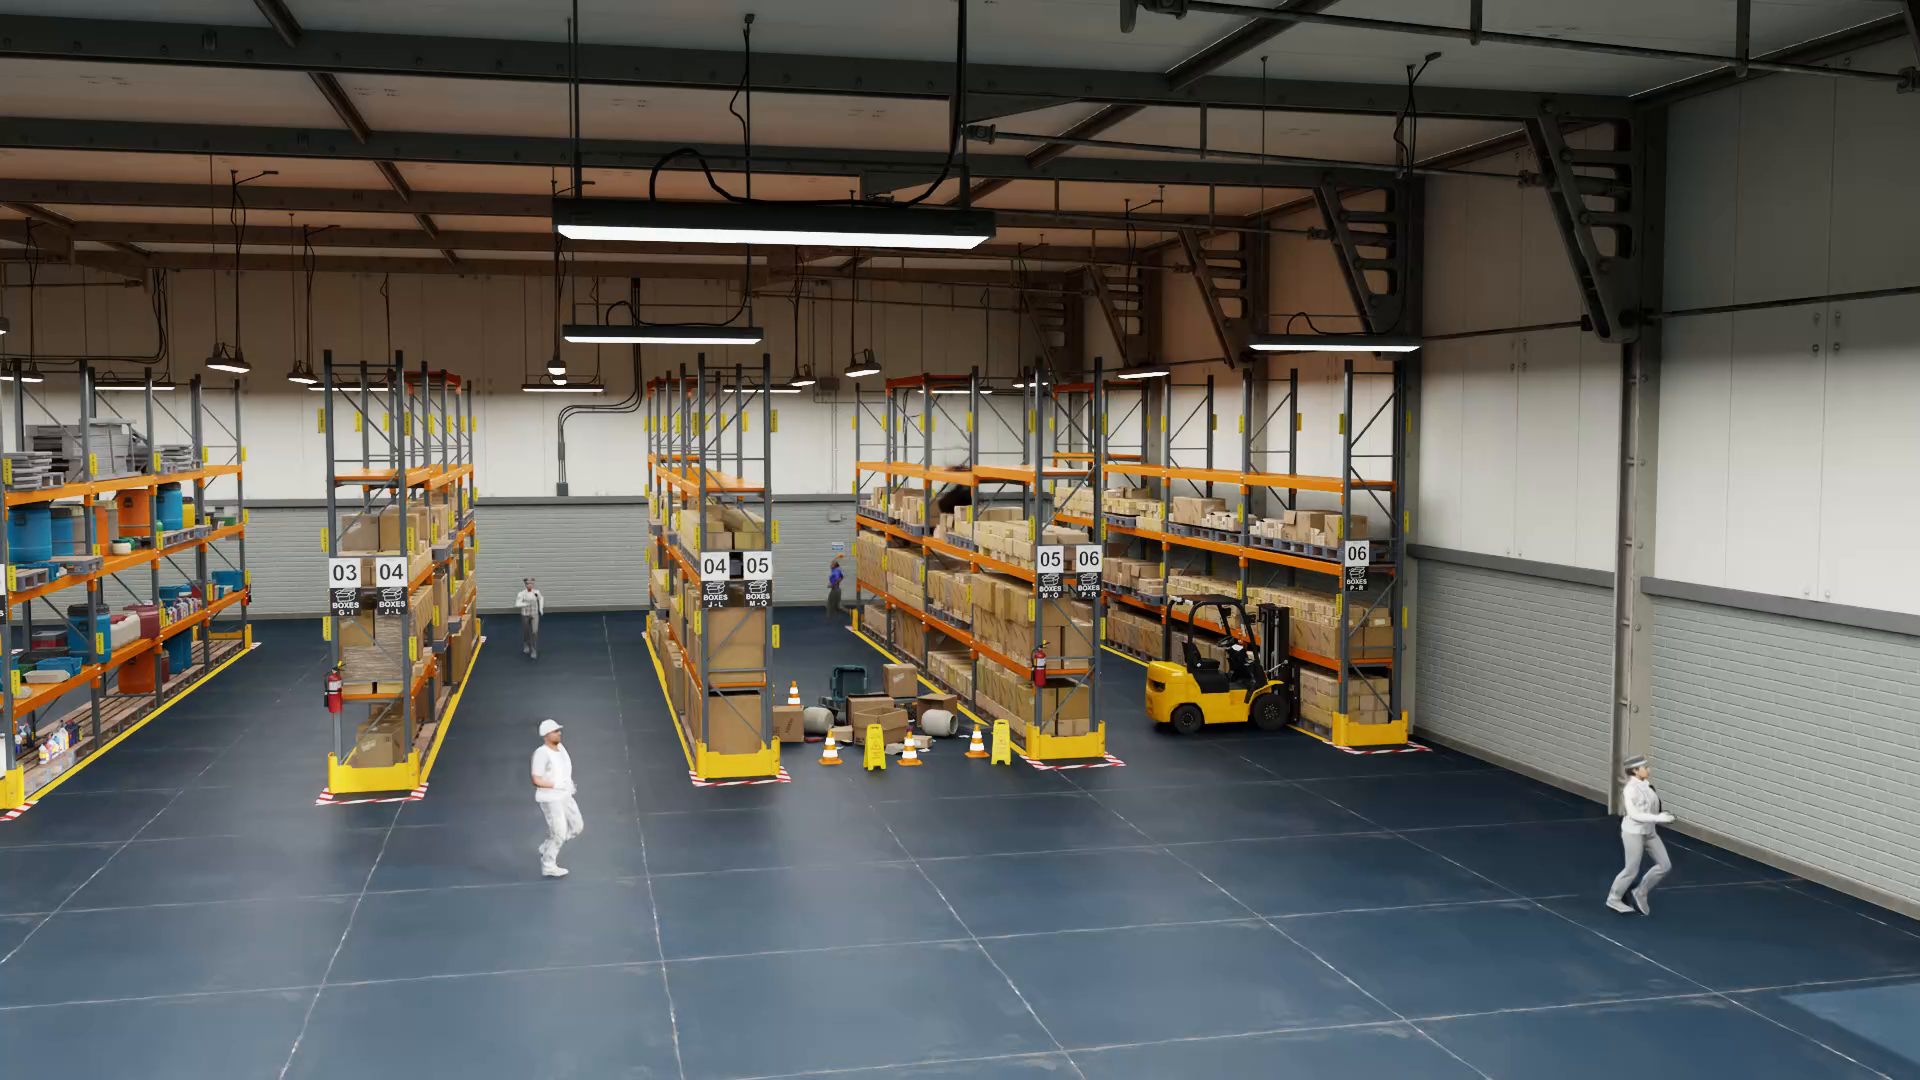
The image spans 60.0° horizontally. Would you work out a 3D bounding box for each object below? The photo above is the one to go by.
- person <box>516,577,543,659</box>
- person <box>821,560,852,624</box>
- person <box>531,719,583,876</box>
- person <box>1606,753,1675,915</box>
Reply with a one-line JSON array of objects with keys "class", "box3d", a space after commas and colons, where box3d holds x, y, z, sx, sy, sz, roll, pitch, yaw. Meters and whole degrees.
[{"class": "person", "box3d": [-9.262, 1.651, 35.792, 0.585, 1.723, 0.876, -1, 4, -19]}, {"class": "person", "box3d": [-3.066, 1.360, 41.613, 0.842, 1.536, 0.602, 0, 4, -4]}, {"class": "person", "box3d": [-4.440, 2.848, 18.383, 0.599, 1.736, 0.672, 1, 4, 15]}, {"class": "person", "box3d": [6.915, 2.984, 16.853, 0.583, 1.685, 0.661, -4, 5, -42]}]
